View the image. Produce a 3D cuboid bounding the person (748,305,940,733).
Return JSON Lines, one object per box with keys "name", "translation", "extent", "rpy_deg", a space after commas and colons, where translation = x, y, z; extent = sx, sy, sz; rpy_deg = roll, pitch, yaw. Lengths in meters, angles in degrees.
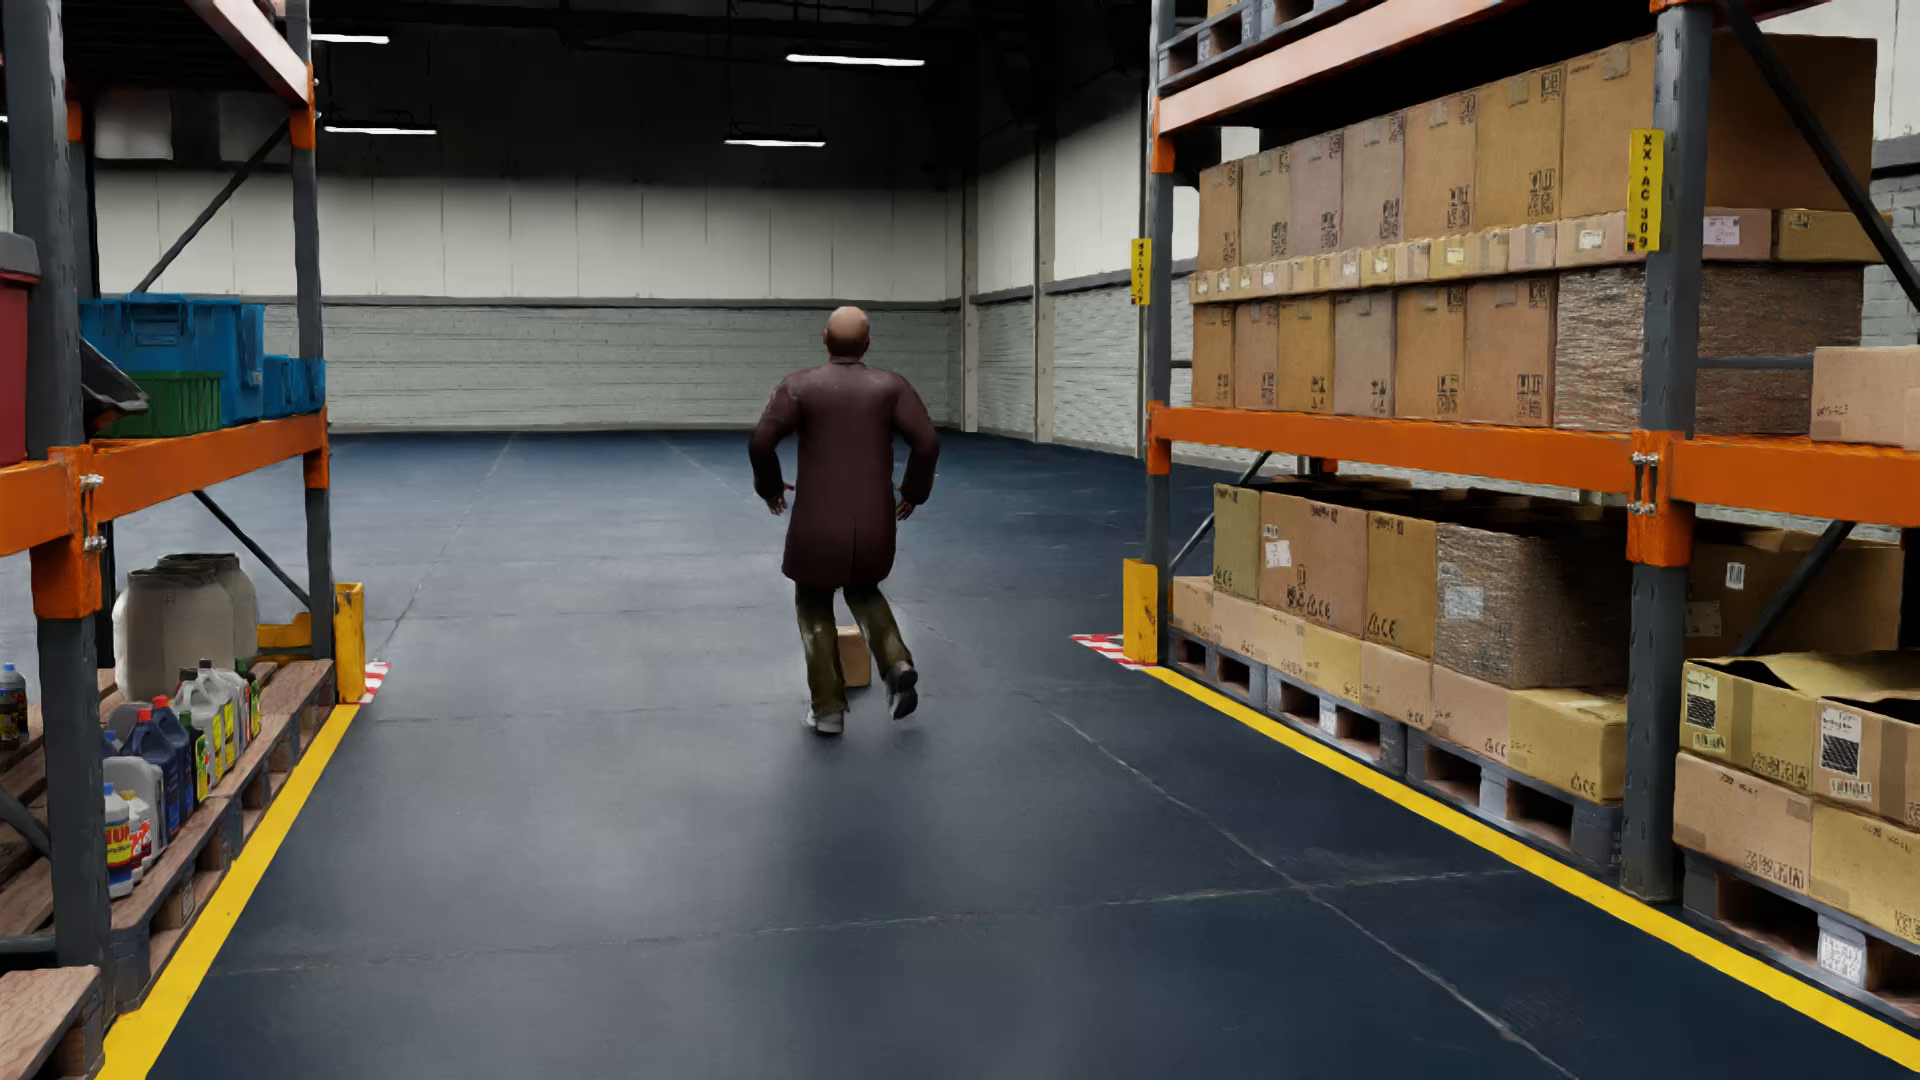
{"name": "person", "translation": [-0.501, -0.080, 6.821], "extent": [0.772, 1.744, 0.525], "rpy_deg": [-2, 6, -21]}
